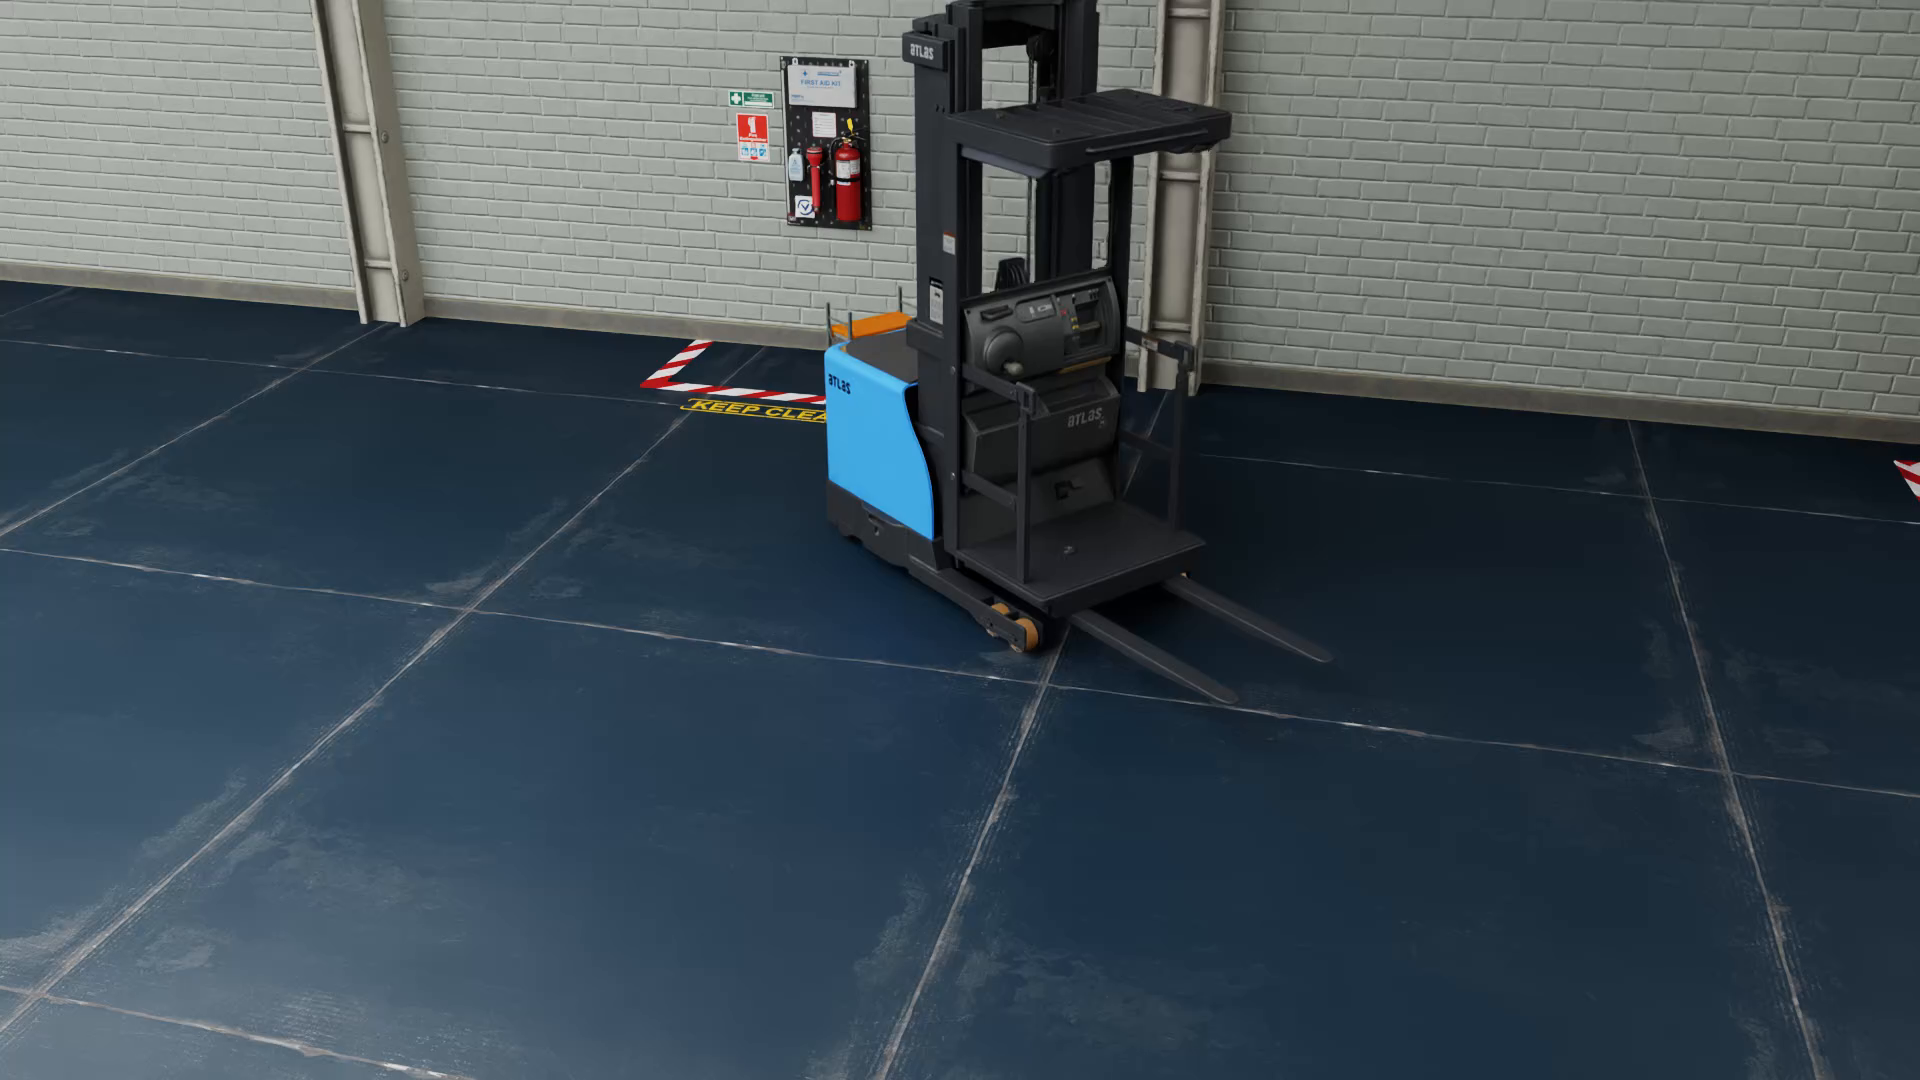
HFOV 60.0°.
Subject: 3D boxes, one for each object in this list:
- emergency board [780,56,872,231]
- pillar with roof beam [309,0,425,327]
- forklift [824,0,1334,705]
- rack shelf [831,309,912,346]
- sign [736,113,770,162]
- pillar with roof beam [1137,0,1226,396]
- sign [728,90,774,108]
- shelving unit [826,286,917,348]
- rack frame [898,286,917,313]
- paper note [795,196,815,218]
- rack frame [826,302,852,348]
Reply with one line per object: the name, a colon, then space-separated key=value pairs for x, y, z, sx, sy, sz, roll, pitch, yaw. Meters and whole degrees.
emergency board: x=-0.938 y=-2.697 z=11.426 sx=0.643 sy=1.169 sz=0.194 roll=6 pitch=26 yaw=13
pillar with roof beam: x=-5.438 y=-3.976 z=7.132 sx=0.400 sy=9.000 sz=9.100 roll=6 pitch=26 yaw=13
forklift: x=0.537 y=-1.014 z=7.971 sx=1.130 sy=2.935 sz=3.031 roll=-18 pitch=31 yaw=-33
rack shelf: x=-0.472 y=-1.157 z=9.370 sx=0.480 sy=0.148 sz=0.258 roll=-18 pitch=31 yaw=-33
sign: x=-1.448 y=-2.815 z=11.633 sx=0.234 sy=0.329 sz=0.001 roll=6 pitch=26 yaw=13
pillar with roof beam: x=0.373 y=-3.333 z=5.783 sx=0.400 sy=9.000 sz=9.100 roll=6 pitch=26 yaw=13
sign: x=-1.446 y=-3.051 z=11.510 sx=0.331 sy=0.109 sz=0.001 roll=6 pitch=26 yaw=13
shelving unit: x=-0.471 y=-0.802 z=9.538 sx=0.503 sy=1.200 sz=0.258 roll=-18 pitch=31 yaw=-33
rack frame: x=-0.276 y=-0.865 z=9.670 sx=0.015 sy=1.200 sz=0.240 roll=-18 pitch=31 yaw=-33
paper note: x=-1.093 y=-2.347 z=11.715 sx=0.142 sy=0.148 sz=0.016 roll=6 pitch=26 yaw=13
rack frame: x=-0.667 y=-0.739 z=9.406 sx=0.015 sy=1.200 sz=0.240 roll=-18 pitch=31 yaw=-33
